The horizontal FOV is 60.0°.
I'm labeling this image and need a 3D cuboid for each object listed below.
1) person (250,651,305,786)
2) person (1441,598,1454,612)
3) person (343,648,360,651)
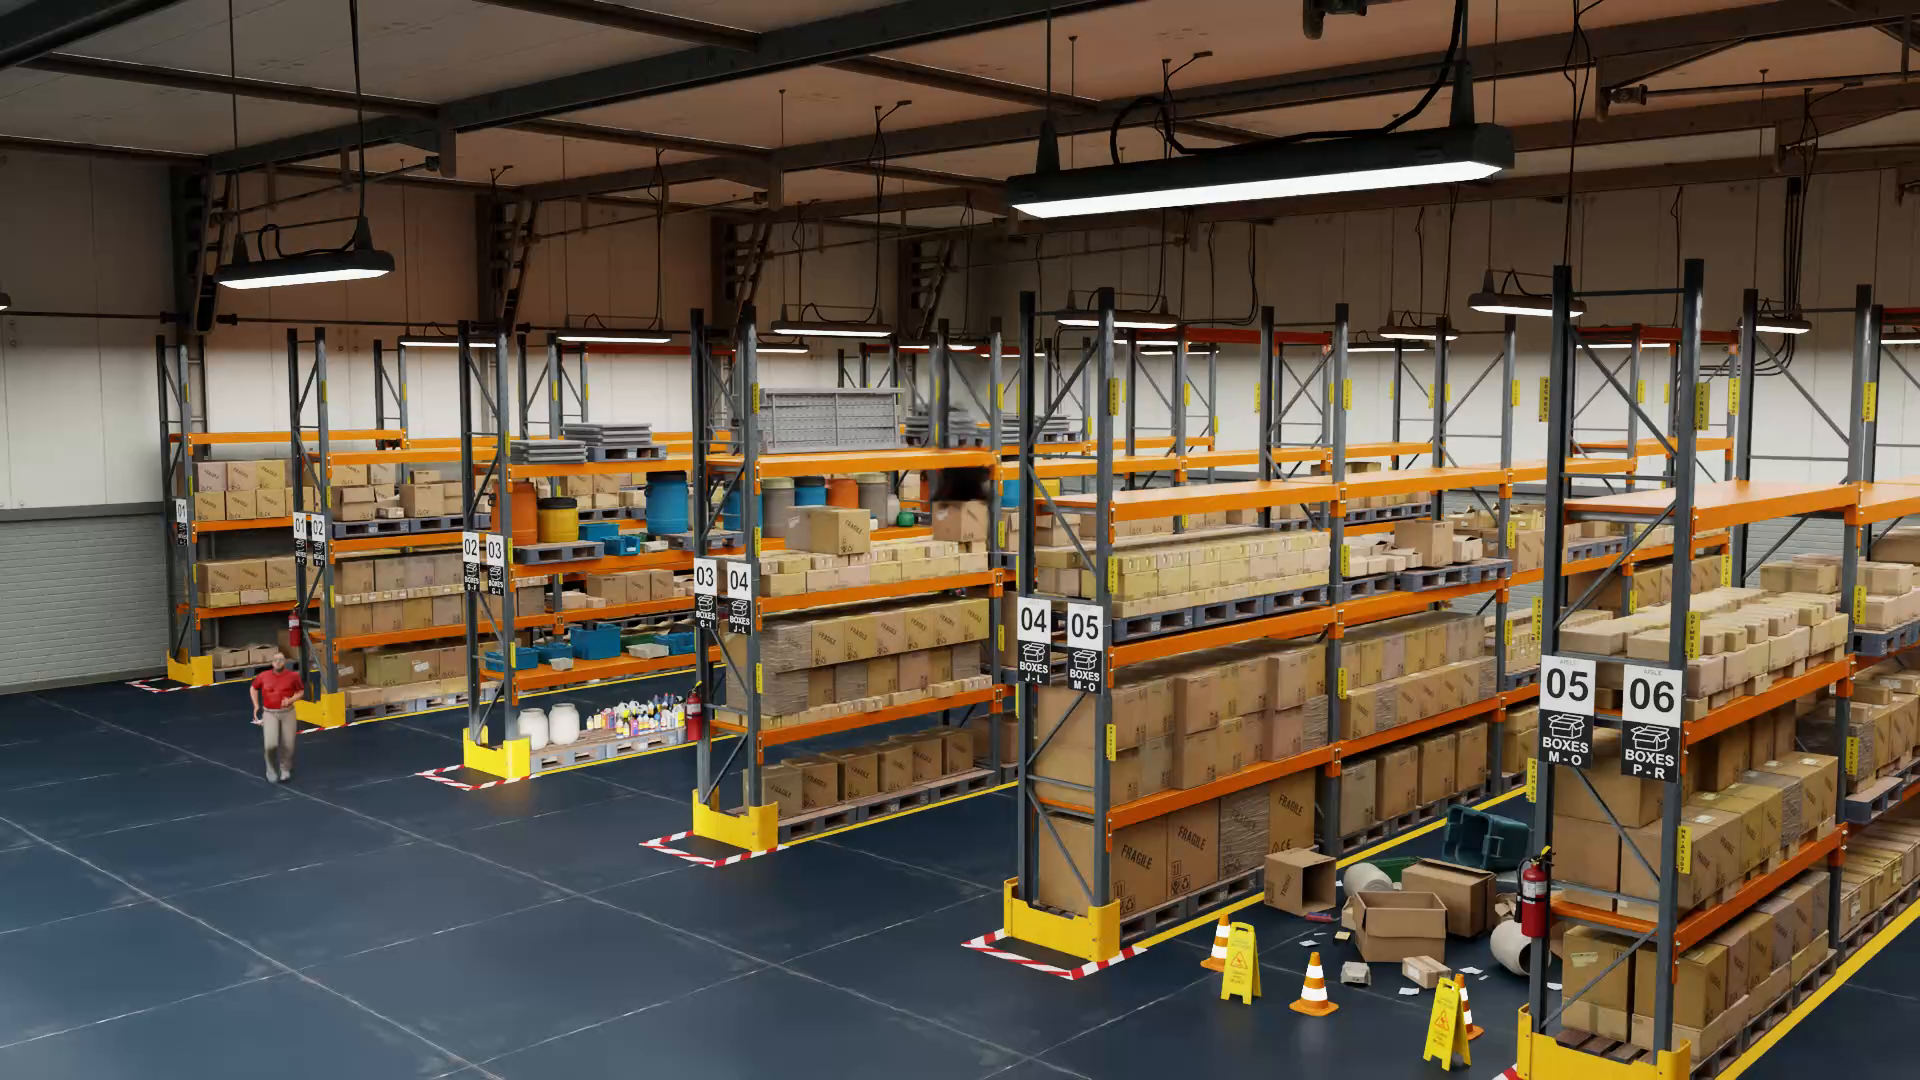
[{"bbox_3d":[-8.785,2.306,21.444,0.640,1.748,0.712,-2,6,-25],"label":"person"},{"bbox_3d":[8.928,1.390,31.074,0.833,1.769,0.732,4,7,39],"label":"person"},{"bbox_3d":[-10.227,1.796,27.664,0.643,1.606,0.649,3,6,27],"label":"person"}]
